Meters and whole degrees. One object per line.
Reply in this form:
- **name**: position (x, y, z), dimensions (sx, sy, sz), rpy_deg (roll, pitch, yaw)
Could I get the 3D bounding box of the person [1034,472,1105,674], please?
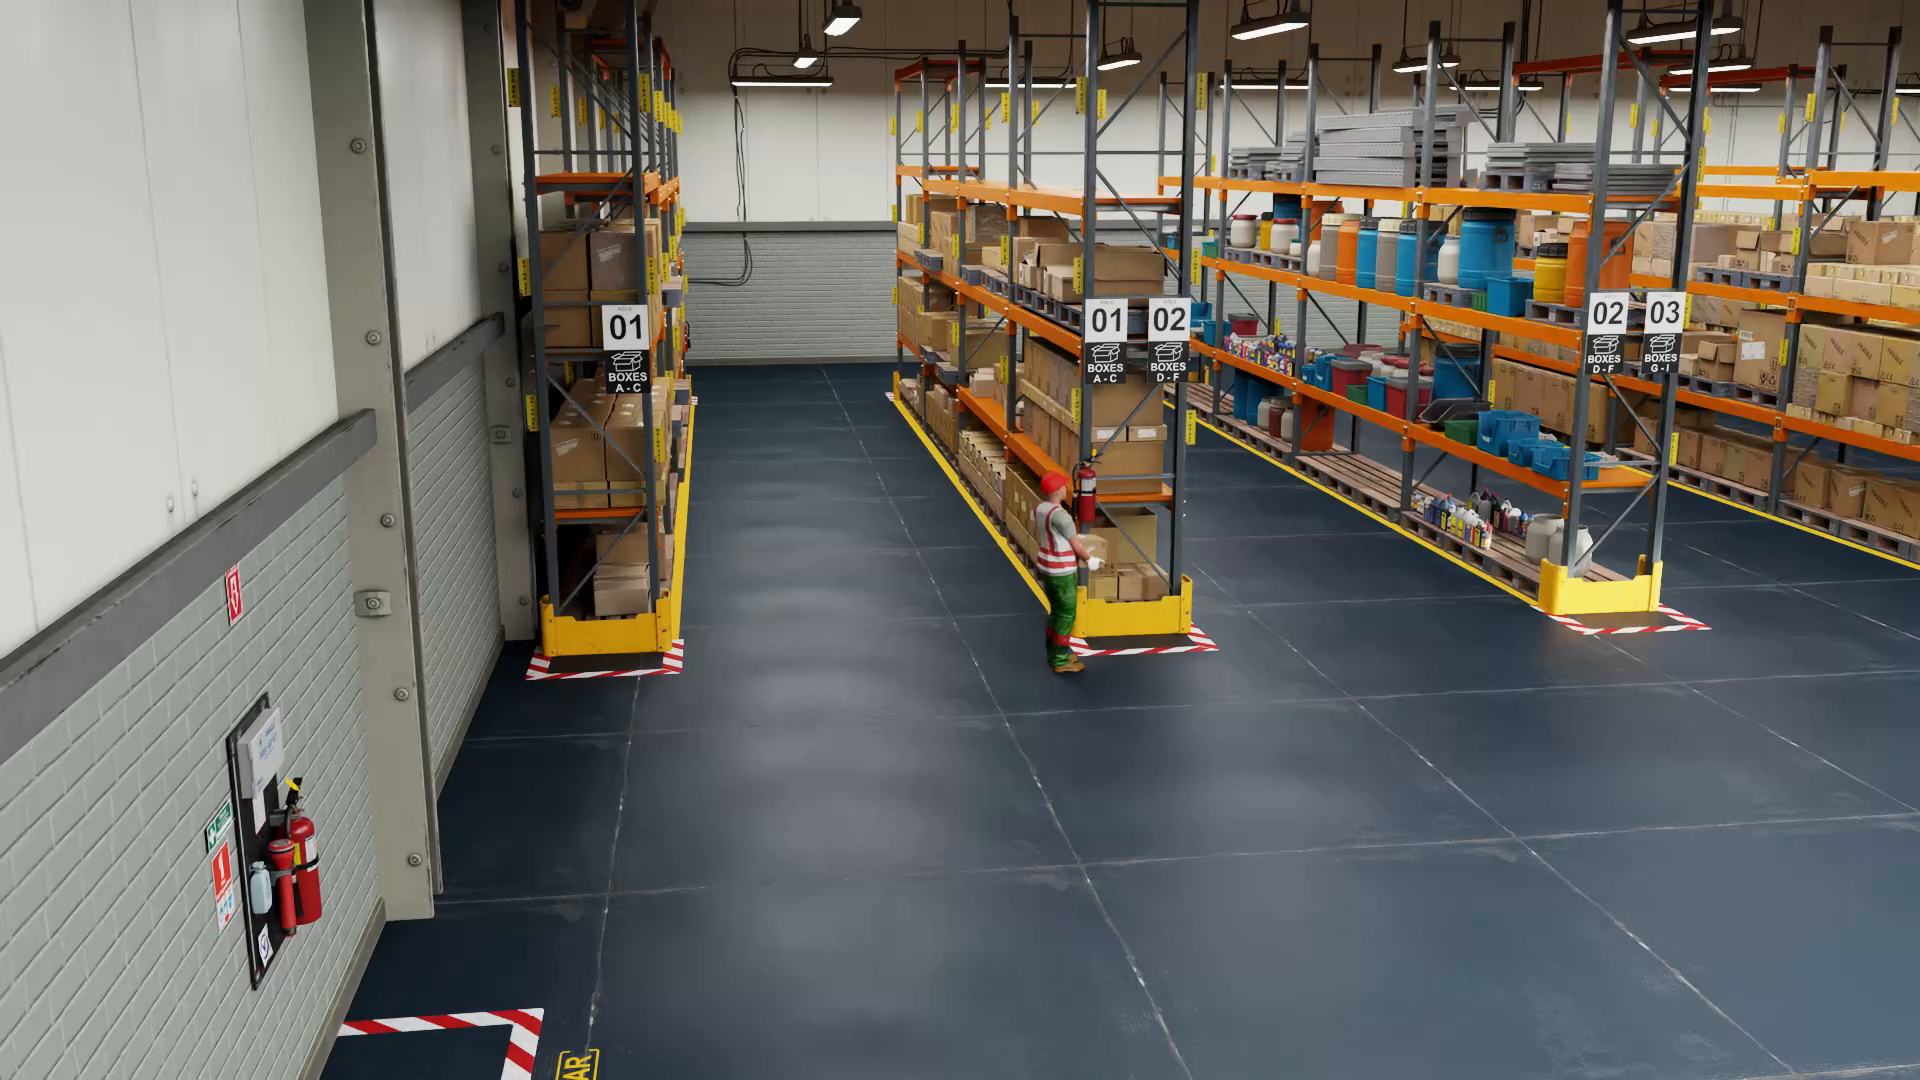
- **person**: position (0.966, 0.266, 14.784), dimensions (0.564, 1.787, 0.505), rpy_deg (-5, 14, -20)
